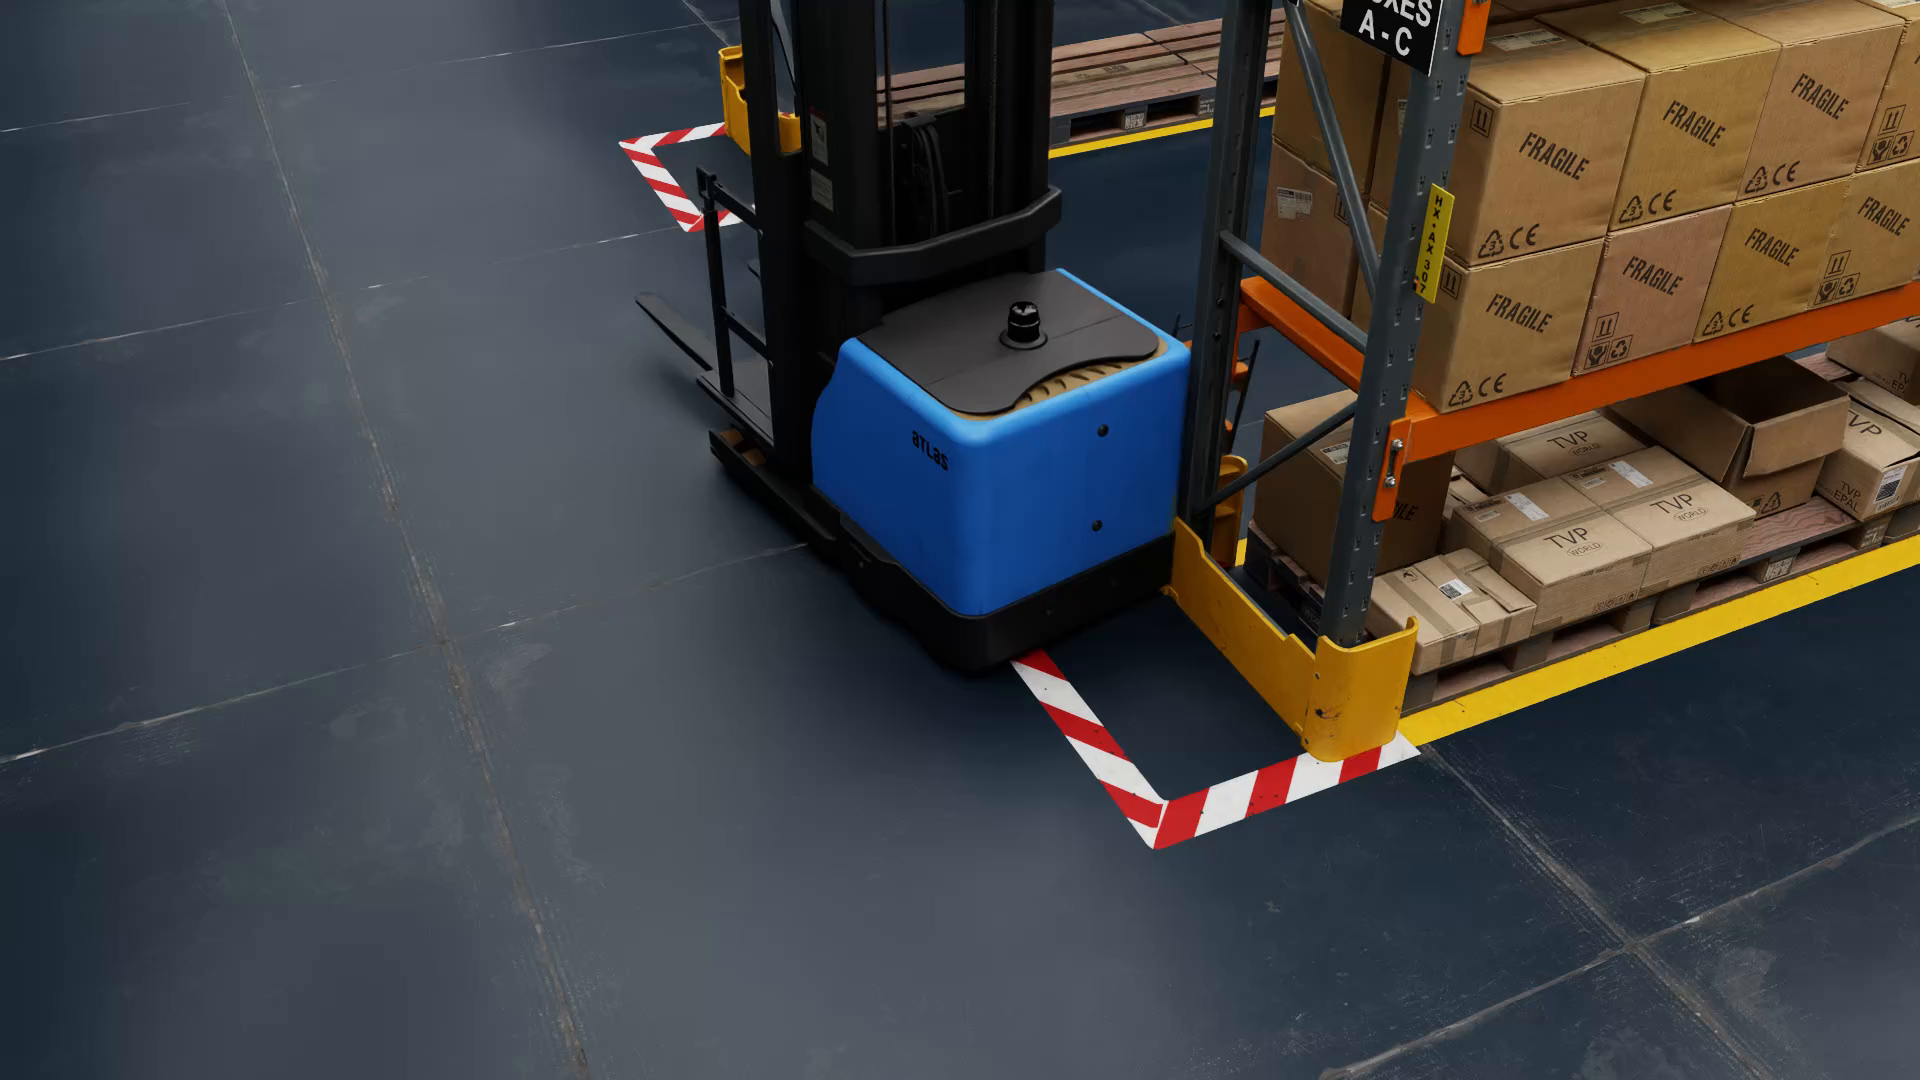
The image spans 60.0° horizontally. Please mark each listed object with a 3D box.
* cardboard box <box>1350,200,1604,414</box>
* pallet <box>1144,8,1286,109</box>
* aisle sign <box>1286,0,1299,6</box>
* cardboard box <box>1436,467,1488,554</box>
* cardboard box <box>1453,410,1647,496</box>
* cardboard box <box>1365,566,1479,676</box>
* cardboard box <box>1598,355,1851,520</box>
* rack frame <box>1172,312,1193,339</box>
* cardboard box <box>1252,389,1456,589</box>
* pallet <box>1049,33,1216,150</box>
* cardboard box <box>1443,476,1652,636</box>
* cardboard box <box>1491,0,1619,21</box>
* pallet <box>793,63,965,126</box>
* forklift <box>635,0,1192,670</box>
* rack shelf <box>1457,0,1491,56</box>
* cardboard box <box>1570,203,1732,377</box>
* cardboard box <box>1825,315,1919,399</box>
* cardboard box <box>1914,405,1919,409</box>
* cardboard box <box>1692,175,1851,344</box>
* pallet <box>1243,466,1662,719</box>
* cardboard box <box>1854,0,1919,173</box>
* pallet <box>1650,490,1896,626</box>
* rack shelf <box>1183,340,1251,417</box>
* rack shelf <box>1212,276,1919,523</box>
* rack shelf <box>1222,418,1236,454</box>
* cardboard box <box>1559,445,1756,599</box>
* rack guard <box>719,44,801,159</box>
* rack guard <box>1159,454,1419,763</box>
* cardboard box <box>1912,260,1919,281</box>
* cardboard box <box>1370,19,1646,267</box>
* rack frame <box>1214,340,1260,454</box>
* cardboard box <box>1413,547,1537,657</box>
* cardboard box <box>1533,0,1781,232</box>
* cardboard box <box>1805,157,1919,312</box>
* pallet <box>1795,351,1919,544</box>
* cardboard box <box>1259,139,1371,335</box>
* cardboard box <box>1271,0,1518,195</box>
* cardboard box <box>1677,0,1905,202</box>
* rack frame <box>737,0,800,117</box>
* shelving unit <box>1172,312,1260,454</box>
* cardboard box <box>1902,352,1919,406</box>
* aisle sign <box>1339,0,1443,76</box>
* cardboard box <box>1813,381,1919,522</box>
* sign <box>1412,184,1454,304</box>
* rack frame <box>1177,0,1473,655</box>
[{"bbox_3d":[1.592,-0.776,5.194,0.500,0.500,0.500,-15,39,-19],"label":"cardboard box"},{"bbox_3d":[1.949,-3.123,10.784,1.213,0.211,1.003,-16,39,-20],"label":"pallet"},{"bbox_3d":[0.887,-1.958,4.689,0.004,0.787,0.394,-16,39,-20],"label":"aisle sign"},{"bbox_3d":[1.871,-0.129,6.415,0.250,0.166,0.380,-16,39,-20],"label":"cardboard box"},{"bbox_3d":[2.339,-0.333,6.619,0.500,0.250,0.500,-16,39,-20],"label":"cardboard box"},{"bbox_3d":[1.604,0.282,5.875,0.250,0.149,0.380,-16,39,-20],"label":"cardboard box"},{"bbox_3d":[3.001,-0.474,6.597,0.637,0.503,0.797,-16,39,-20],"label":"cardboard box"},{"bbox_3d":[0.835,-0.478,6.457,0.200,1.050,0.008,-17,49,-22],"label":"rack frame"},{"bbox_3d":[1.466,-0.209,6.242,0.500,0.500,0.500,-16,39,-20],"label":"cardboard box"},{"bbox_3d":[0.843,-2.812,10.364,1.213,0.211,1.003,-16,39,-20],"label":"pallet"},{"bbox_3d":[2.144,0.051,6.102,0.500,0.250,0.500,-16,39,-20],"label":"cardboard box"},{"bbox_3d":[1.822,-1.597,5.461,0.500,0.500,0.500,-15,39,-19],"label":"cardboard box"},{"bbox_3d":[-0.259,-2.506,9.951,1.213,0.211,1.003,-16,39,-20],"label":"pallet"},{"bbox_3d":[-0.416,-1.543,6.370,1.130,2.935,3.031,-23,42,-27],"label":"forklift"},{"bbox_3d":[2.889,-2.188,5.267,4.000,0.370,1.077,-16,39,-20],"label":"rack shelf"},{"bbox_3d":[2.057,-0.909,5.374,0.500,0.500,0.500,-16,39,-20],"label":"cardboard box"},{"bbox_3d":[4.228,-0.885,7.313,0.500,0.311,0.500,-16,39,-20],"label":"cardboard box"},{"bbox_3d":[3.991,-0.385,6.775,0.250,0.149,0.380,-16,39,-20],"label":"cardboard box"},{"bbox_3d":[2.513,-1.035,5.543,0.500,0.500,0.500,-16,39,-20],"label":"cardboard box"},{"bbox_3d":[1.869,0.133,6.394,1.213,0.211,1.003,-16,39,-20],"label":"pallet"},{"bbox_3d":[2.977,-1.567,5.421,0.500,0.500,0.500,-16,39,-20],"label":"cardboard box"},{"bbox_3d":[2.972,-0.173,6.807,1.213,0.211,1.003,-16,39,-20],"label":"pallet"},{"bbox_3d":[0.913,-0.592,6.192,0.215,0.259,0.240,-17,49,-22],"label":"rack shelf"},{"bbox_3d":[2.889,-0.983,6.161,4.000,0.370,1.077,-16,39,-20],"label":"rack shelf"},{"bbox_3d":[0.890,-0.391,6.391,0.215,0.259,0.240,-17,49,-22],"label":"rack shelf"},{"bbox_3d":[2.597,-0.076,6.273,0.500,0.250,0.500,-16,39,-20],"label":"cardboard box"},{"bbox_3d":[-1.039,-2.421,9.594,0.348,0.500,1.175,-16,39,-20],"label":"rack guard"},{"bbox_3d":[1.148,0.219,6.035,0.348,0.500,1.175,-16,39,-20],"label":"rack guard"},{"bbox_3d":[3.426,-1.291,5.888,0.500,0.500,0.500,-15,39,-19],"label":"cardboard box"},{"bbox_3d":[1.592,-1.177,4.896,0.500,0.500,0.500,-14,39,-19],"label":"cardboard box"},{"bbox_3d":[0.947,-0.319,6.310,0.200,1.050,0.008,-17,49,-22],"label":"rack frame"},{"bbox_3d":[1.830,0.212,5.956,0.250,0.166,0.380,-16,39,-20],"label":"cardboard box"},{"bbox_3d":[2.062,-1.314,5.080,0.500,0.500,0.500,-15,39,-19],"label":"cardboard box"},{"bbox_3d":[2.966,-1.160,5.713,0.500,0.500,0.500,-15,39,-19],"label":"cardboard box"},{"bbox_3d":[4.078,-0.485,7.226,1.213,0.211,1.003,-16,39,-20],"label":"pallet"},{"bbox_3d":[1.369,-1.066,5.585,0.500,0.500,0.500,-14,39,-19],"label":"cardboard box"},{"bbox_3d":[1.365,-1.468,5.288,0.500,0.500,0.500,-16,39,-20],"label":"cardboard box"},{"bbox_3d":[2.517,-1.438,5.247,0.500,0.500,0.500,-15,39,-19],"label":"cardboard box"},{"bbox_3d":[-1.023,-3.438,8.867,0.127,3.000,1.000,-16,39,-20],"label":"rack frame"},{"bbox_3d":[0.891,-0.399,6.383,0.215,1.050,0.252,-17,49,-22],"label":"shelving unit"},{"bbox_3d":[4.304,-0.654,6.842,0.500,0.500,0.500,-16,39,-20],"label":"cardboard box"},{"bbox_3d":[1.142,-1.634,4.253,0.004,0.787,0.394,-16,39,-20],"label":"aisle sign"},{"bbox_3d":[3.626,-0.388,6.643,0.500,0.311,0.500,-16,39,-20],"label":"cardboard box"},{"bbox_3d":[1.309,-0.821,4.612,0.005,0.325,0.100,-16,39,-20],"label":"sign"},{"bbox_3d":[1.079,-0.766,5.264,0.127,3.000,1.000,-16,39,-20],"label":"rack frame"}]
